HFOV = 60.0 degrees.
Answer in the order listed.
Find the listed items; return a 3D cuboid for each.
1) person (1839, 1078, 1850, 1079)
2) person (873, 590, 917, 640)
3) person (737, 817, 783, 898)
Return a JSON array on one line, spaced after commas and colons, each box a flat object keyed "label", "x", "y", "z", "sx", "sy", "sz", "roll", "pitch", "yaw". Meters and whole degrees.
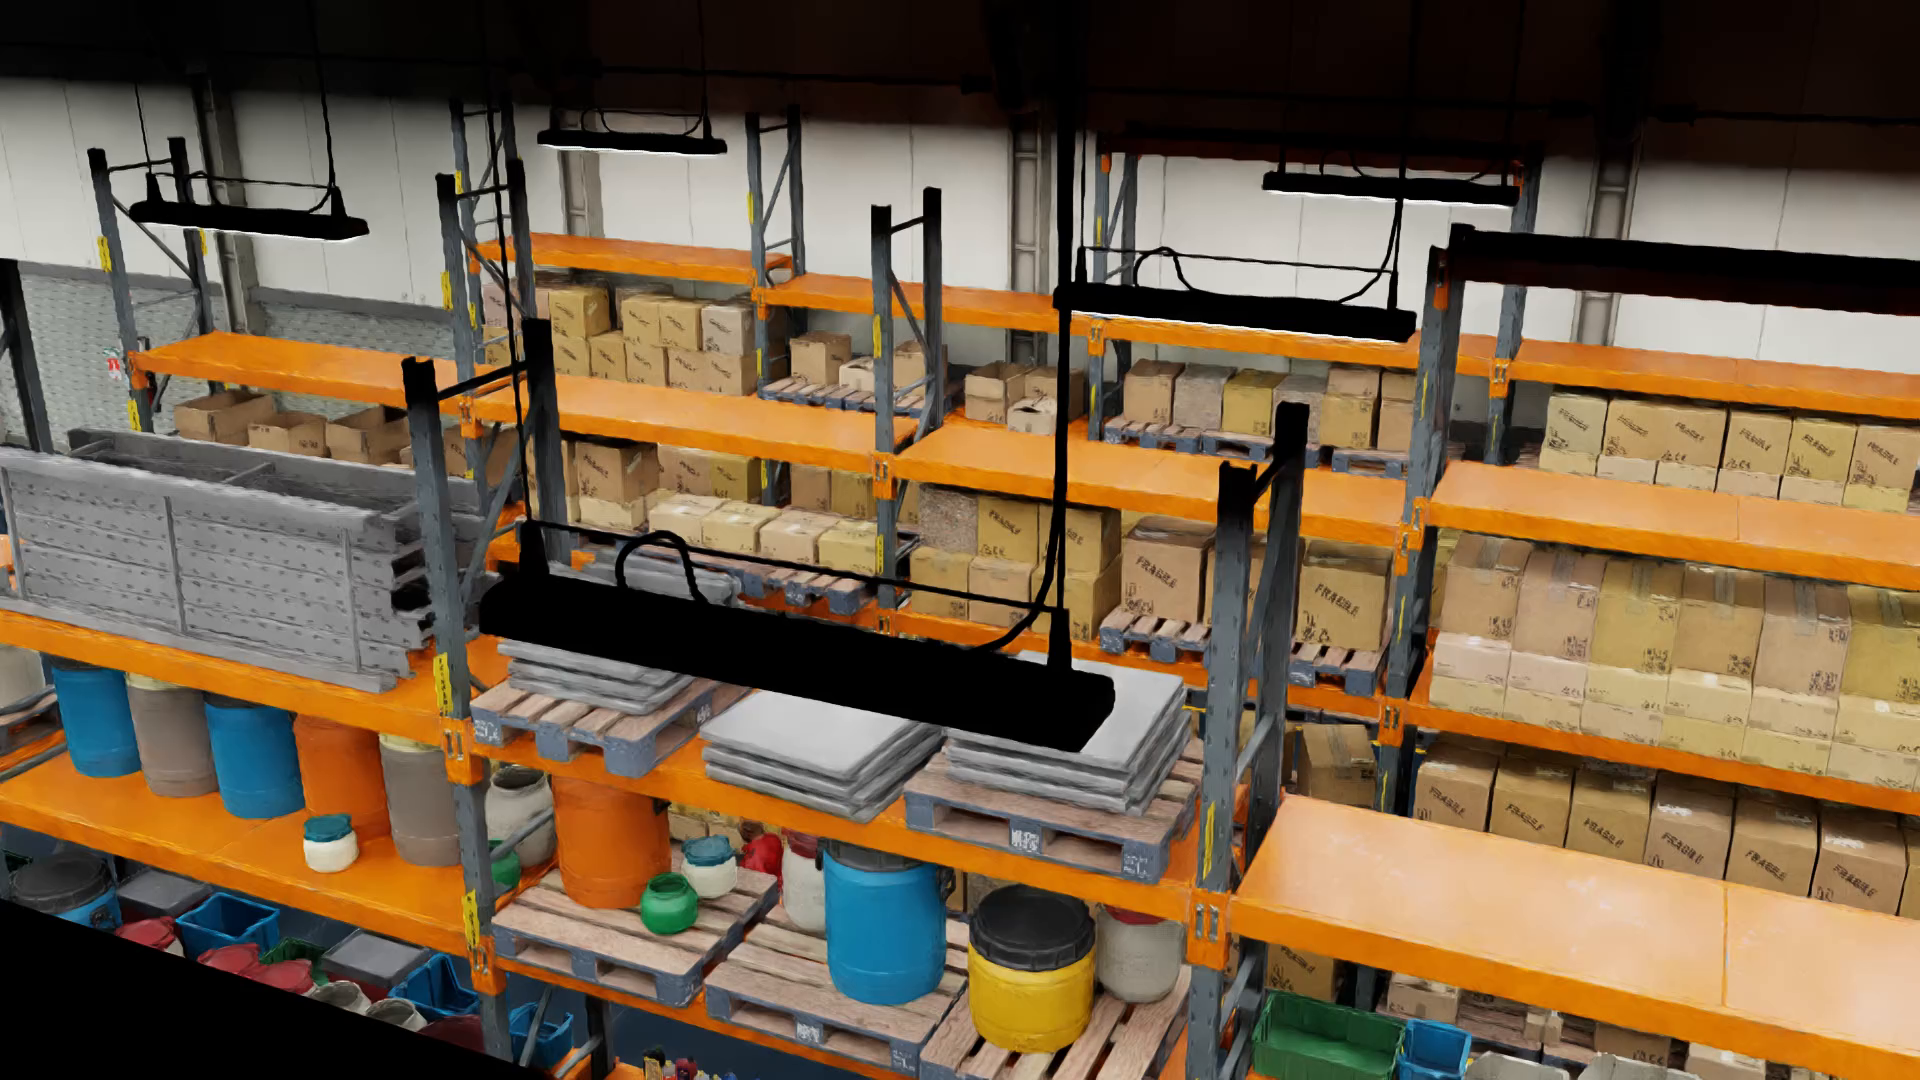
[{"label": "person", "x": 5.302, "y": 3.897, "z": 9.968, "sx": 0.997, "sy": 1.625, "sz": 0.502, "roll": 8, "pitch": 22, "yaw": 21}, {"label": "person", "x": -0.615, "y": 0.899, "z": 17.840, "sx": 0.765, "sy": 1.753, "sz": 0.720, "roll": 6, "pitch": 21, "yaw": 15}, {"label": "person", "x": -1.528, "y": 2.820, "z": 12.789, "sx": 1.116, "sy": 1.628, "sz": 0.545, "roll": 8, "pitch": 22, "yaw": 20}]
